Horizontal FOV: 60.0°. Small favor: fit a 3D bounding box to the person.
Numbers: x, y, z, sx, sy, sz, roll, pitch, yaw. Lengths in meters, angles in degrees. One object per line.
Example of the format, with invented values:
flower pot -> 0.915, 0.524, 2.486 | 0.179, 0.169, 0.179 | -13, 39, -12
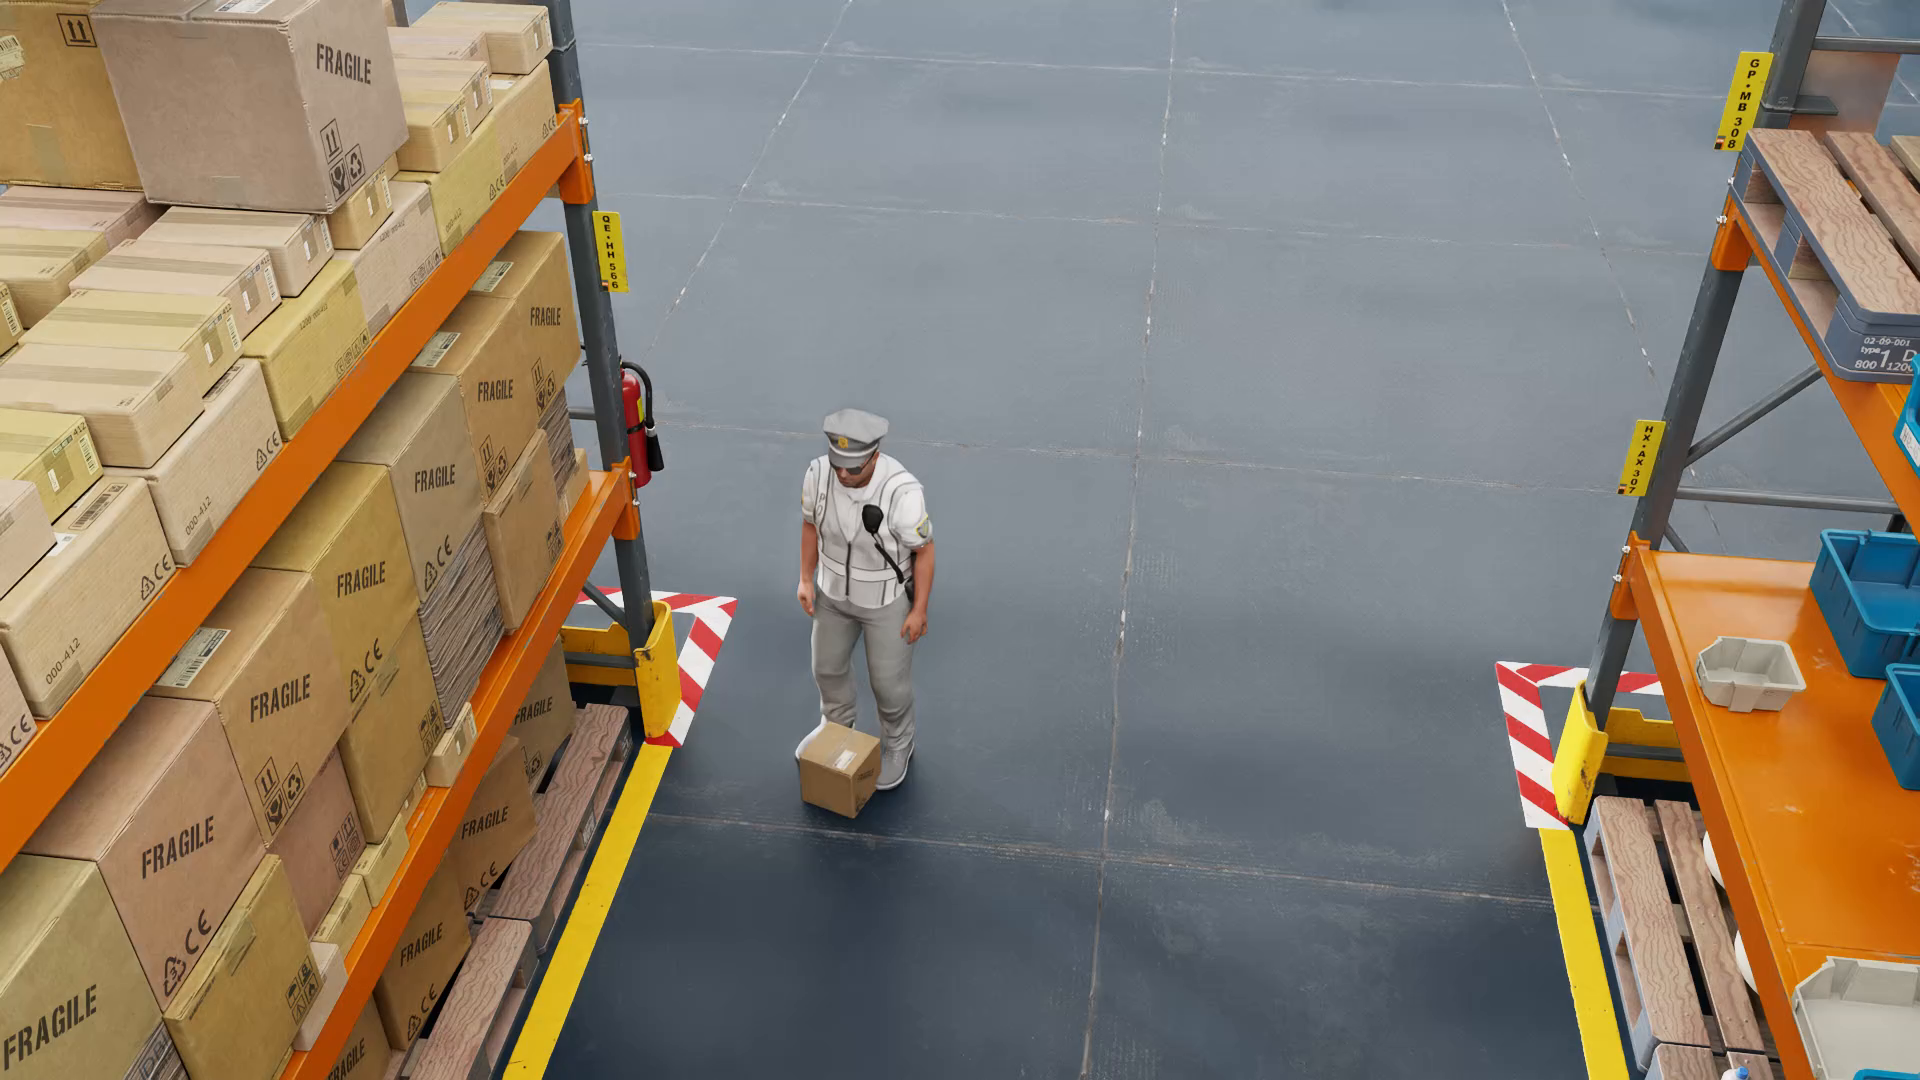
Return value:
person -> -0.382, 0.210, 6.745 | 0.585, 1.747, 0.442 | 15, 38, 19
